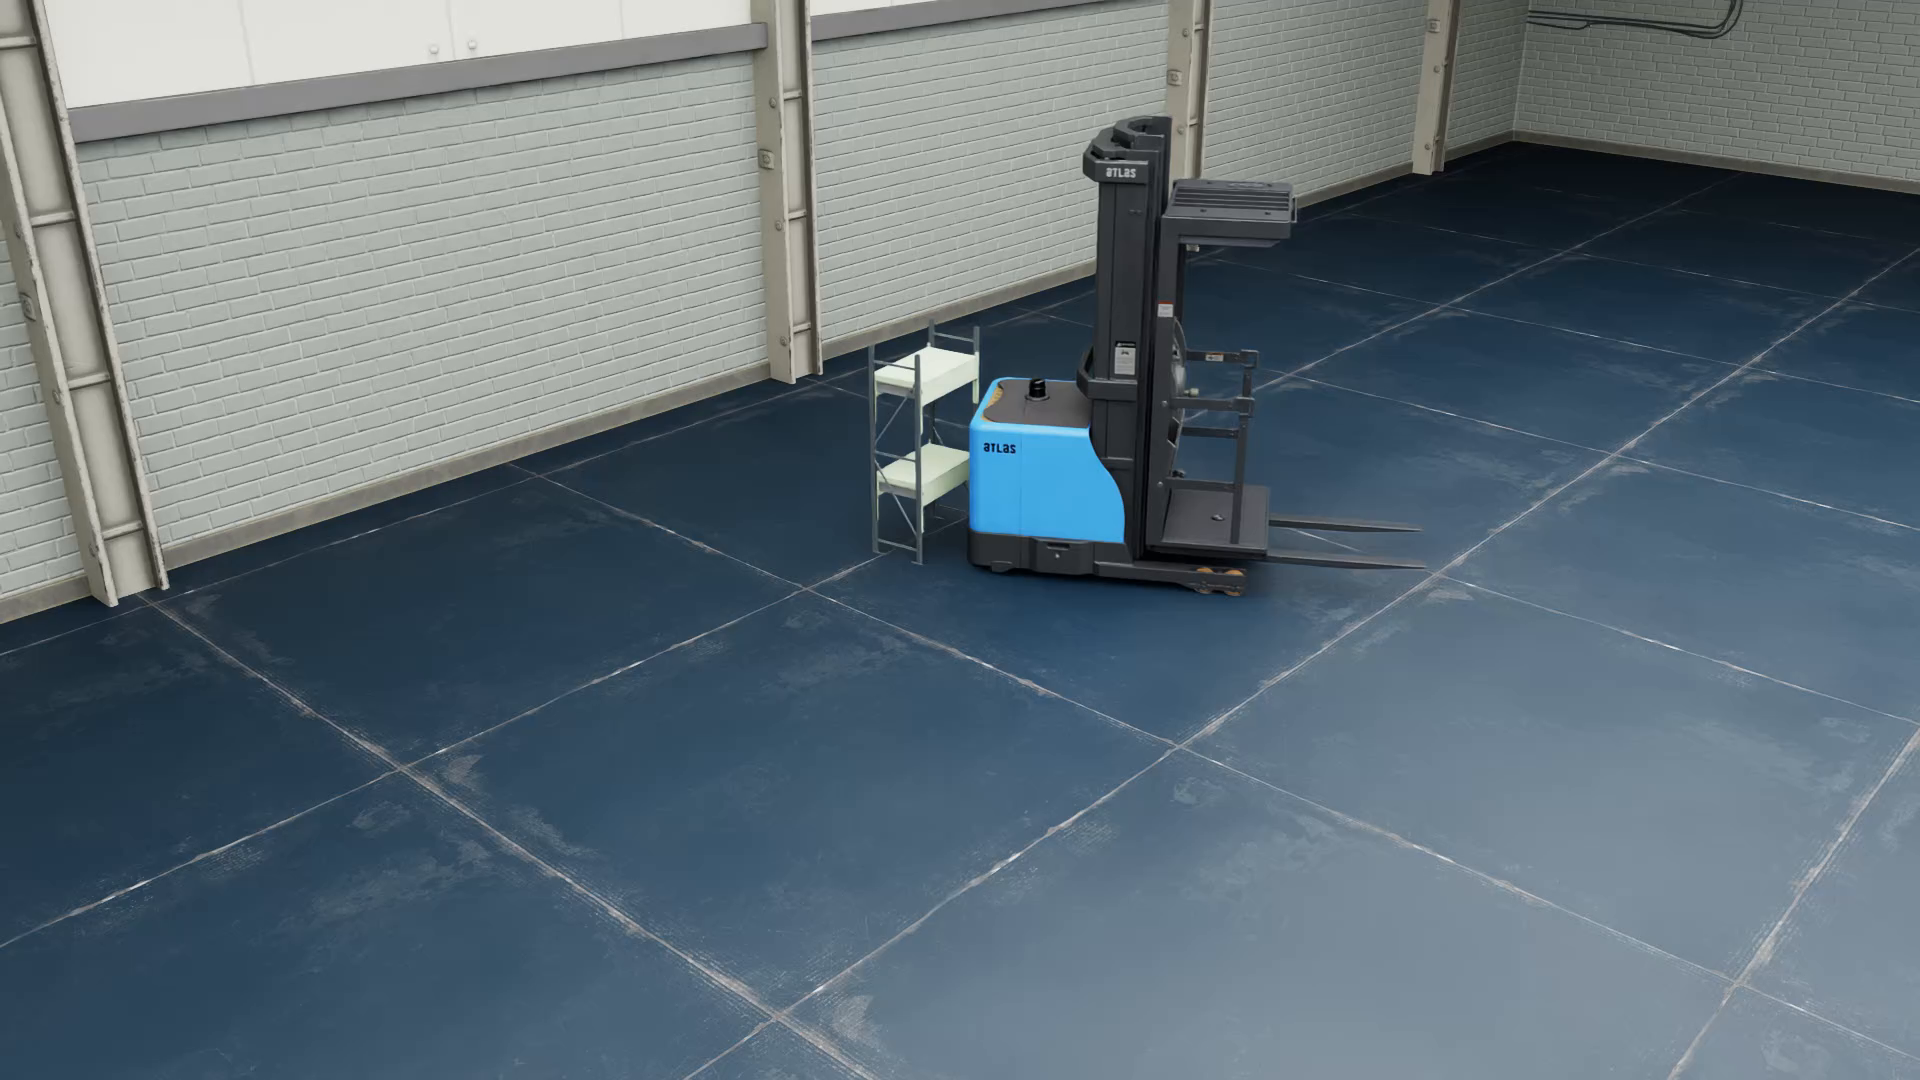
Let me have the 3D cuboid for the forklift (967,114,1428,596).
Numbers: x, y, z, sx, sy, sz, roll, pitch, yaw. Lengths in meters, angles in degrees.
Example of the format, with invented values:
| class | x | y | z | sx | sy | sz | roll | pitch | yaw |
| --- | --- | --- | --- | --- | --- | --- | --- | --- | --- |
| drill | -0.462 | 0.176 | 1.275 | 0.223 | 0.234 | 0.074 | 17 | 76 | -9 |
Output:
| class | x | y | z | sx | sy | sz | roll | pitch | yaw |
| --- | --- | --- | --- | --- | --- | --- | --- | --- | --- |
| forklift | 1.616 | -1.207 | 10.859 | 3.031 | 2.935 | 1.130 | 4 | 25 | 10 |

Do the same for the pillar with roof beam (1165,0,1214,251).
| class | x | y | z | sx | sy | sz | roll | pitch | yaw |
| --- | --- | --- | --- | --- | --- | --- | --- | --- | --- |
| pillar with roof beam | 5.722 | -6.253 | 14.698 | 9.100 | 9.000 | 0.400 | 20 | 31 | 38 |

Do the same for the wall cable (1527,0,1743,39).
| class | x | y | z | sx | sy | sz | roll | pitch | yaw |
| --- | --- | --- | --- | --- | --- | --- | --- | --- | --- |
| wall cable | 9.472 | -8.377 | 23.229 | 3.097 | 2.526 | 0.112 | 20 | 31 | 38 |

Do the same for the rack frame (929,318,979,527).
| class | x | y | z | sx | sy | sz | roll | pitch | yaw |
| --- | --- | --- | --- | --- | --- | --- | --- | --- | --- |
| rack frame | -0.043 | -0.808 | 11.719 | 0.400 | 1.500 | 0.023 | 14 | 28 | 29 |

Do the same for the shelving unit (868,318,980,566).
| class | x | y | z | sx | sy | sz | roll | pitch | yaw |
| --- | --- | --- | --- | --- | --- | --- | --- | --- | --- |
| shelving unit | -0.237 | -0.681 | 11.436 | 0.431 | 1.500 | 0.755 | 14 | 28 | 29 |

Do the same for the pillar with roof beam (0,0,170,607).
| class | x | y | z | sx | sy | sz | roll | pitch | yaw |
| --- | --- | --- | --- | --- | --- | --- | --- | --- | --- |
| pillar with roof beam | -2.287 | -2.597 | 6.544 | 9.100 | 9.000 | 0.400 | 20 | 31 | 38 |

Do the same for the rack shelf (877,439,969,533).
| class | x | y | z | sx | sy | sz | roll | pitch | yaw |
| --- | --- | --- | --- | --- | --- | --- | --- | --- | --- |
| rack shelf | -0.237 | -0.384 | 11.569 | 0.431 | 0.370 | 0.720 | 14 | 28 | 29 |

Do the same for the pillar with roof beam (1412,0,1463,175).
| class | x | y | z | sx | sy | sz | roll | pitch | yaw |
| --- | --- | --- | --- | --- | --- | --- | --- | --- | --- |
| pillar with roof beam | 9.727 | -8.082 | 18.775 | 9.100 | 9.000 | 0.400 | 20 | 31 | 38 |

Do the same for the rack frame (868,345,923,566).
| class | x | y | z | sx | sy | sz | roll | pitch | yaw |
| --- | --- | --- | --- | --- | --- | --- | --- | --- | --- |
| rack frame | -0.431 | -0.554 | 11.153 | 0.400 | 1.500 | 0.023 | 14 | 28 | 29 |

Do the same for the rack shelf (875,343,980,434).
| class | x | y | z | sx | sy | sz | roll | pitch | yaw |
| --- | --- | --- | --- | --- | --- | --- | --- | --- | --- |
| rack shelf | -0.237 | -1.037 | 11.276 | 0.431 | 0.370 | 0.720 | 14 | 28 | 29 |

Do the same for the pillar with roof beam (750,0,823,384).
| class | x | y | z | sx | sy | sz | roll | pitch | yaw |
| --- | --- | --- | --- | --- | --- | --- | --- | --- | --- |
| pillar with roof beam | 1.718 | -4.425 | 10.621 | 9.100 | 9.000 | 0.400 | 20 | 31 | 38 |
